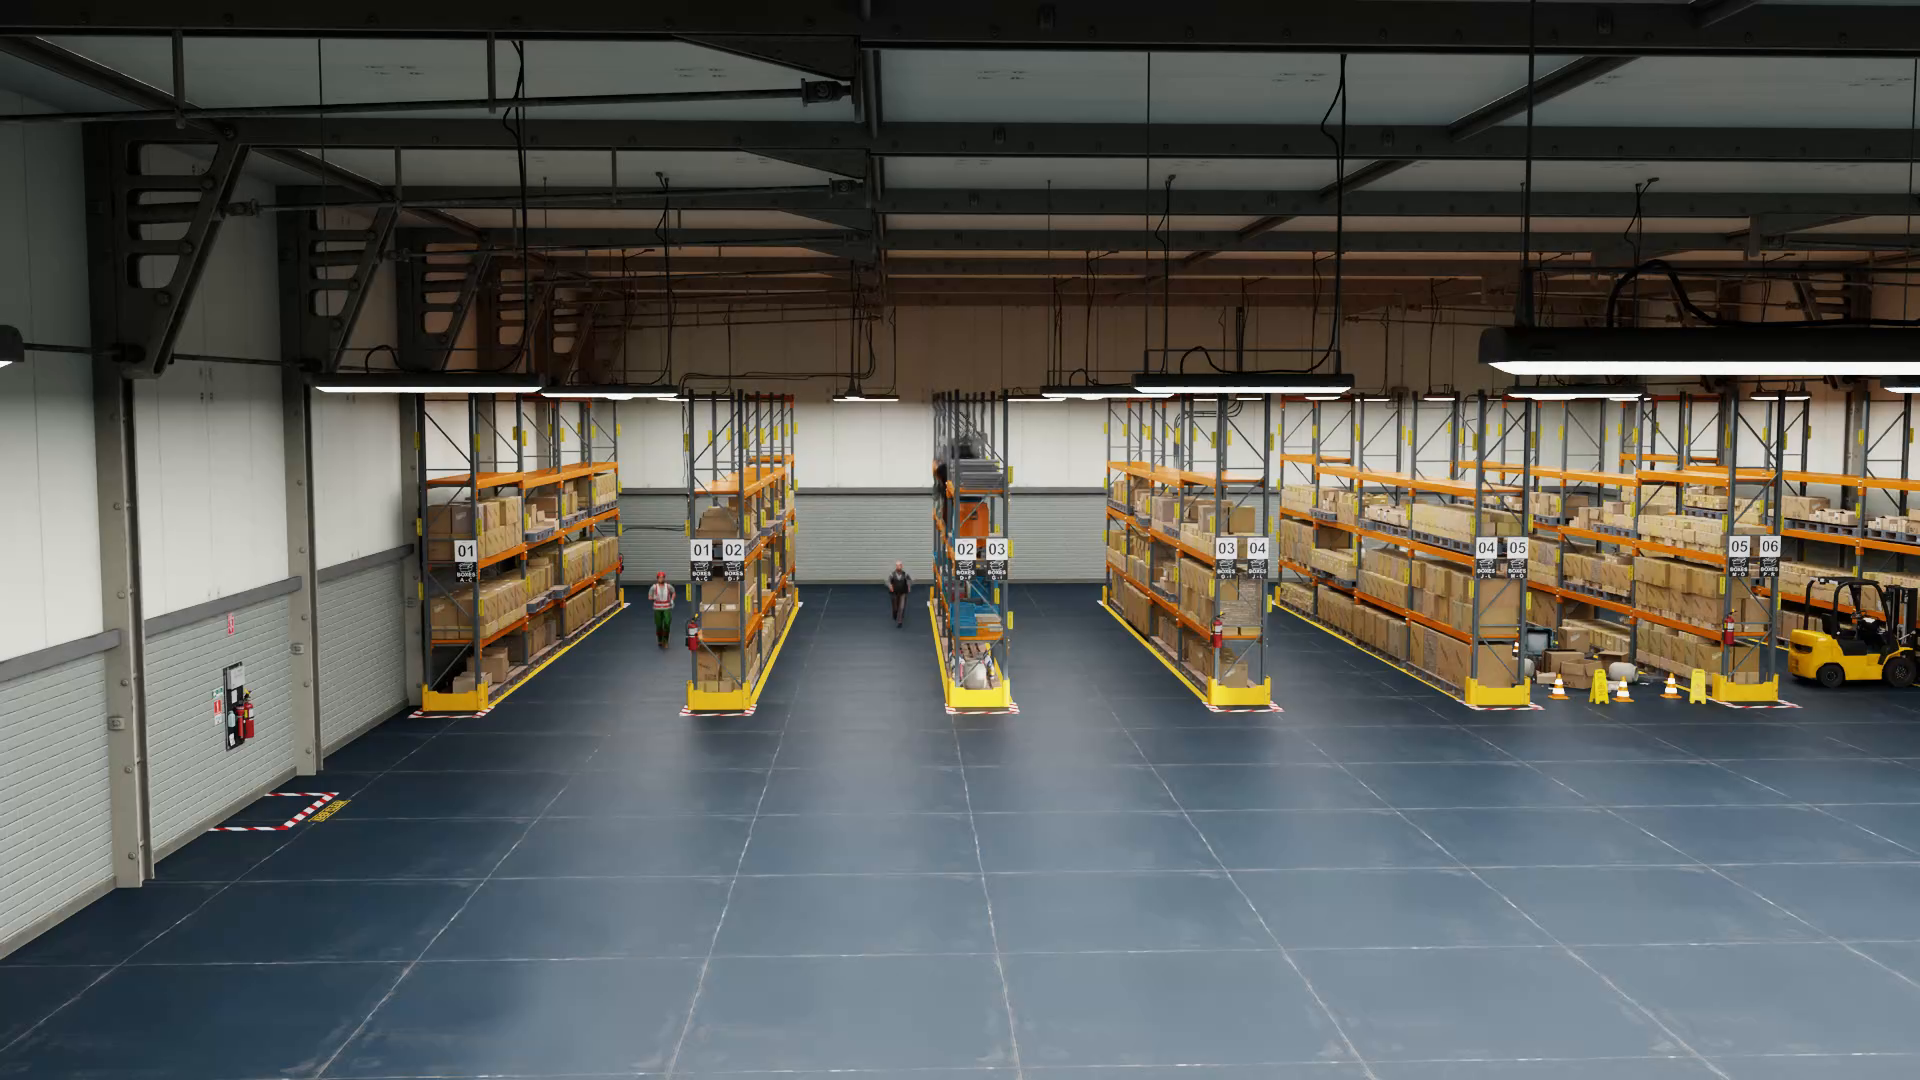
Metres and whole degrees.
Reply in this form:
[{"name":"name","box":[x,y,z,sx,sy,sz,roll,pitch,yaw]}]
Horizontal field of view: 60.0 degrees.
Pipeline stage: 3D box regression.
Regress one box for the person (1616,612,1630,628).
[{"name":"person","box":[16.256,1.562,40.448,0.657,1.741,0.600,0,5,-4]}]

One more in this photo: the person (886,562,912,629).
[{"name":"person","box":[-1.554,1.410,42.714,0.677,1.693,0.905,0,5,-4]}]

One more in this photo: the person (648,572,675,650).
[{"name":"person","box":[-6.969,1.657,38.918,0.632,1.824,0.705,-1,5,-11]}]
